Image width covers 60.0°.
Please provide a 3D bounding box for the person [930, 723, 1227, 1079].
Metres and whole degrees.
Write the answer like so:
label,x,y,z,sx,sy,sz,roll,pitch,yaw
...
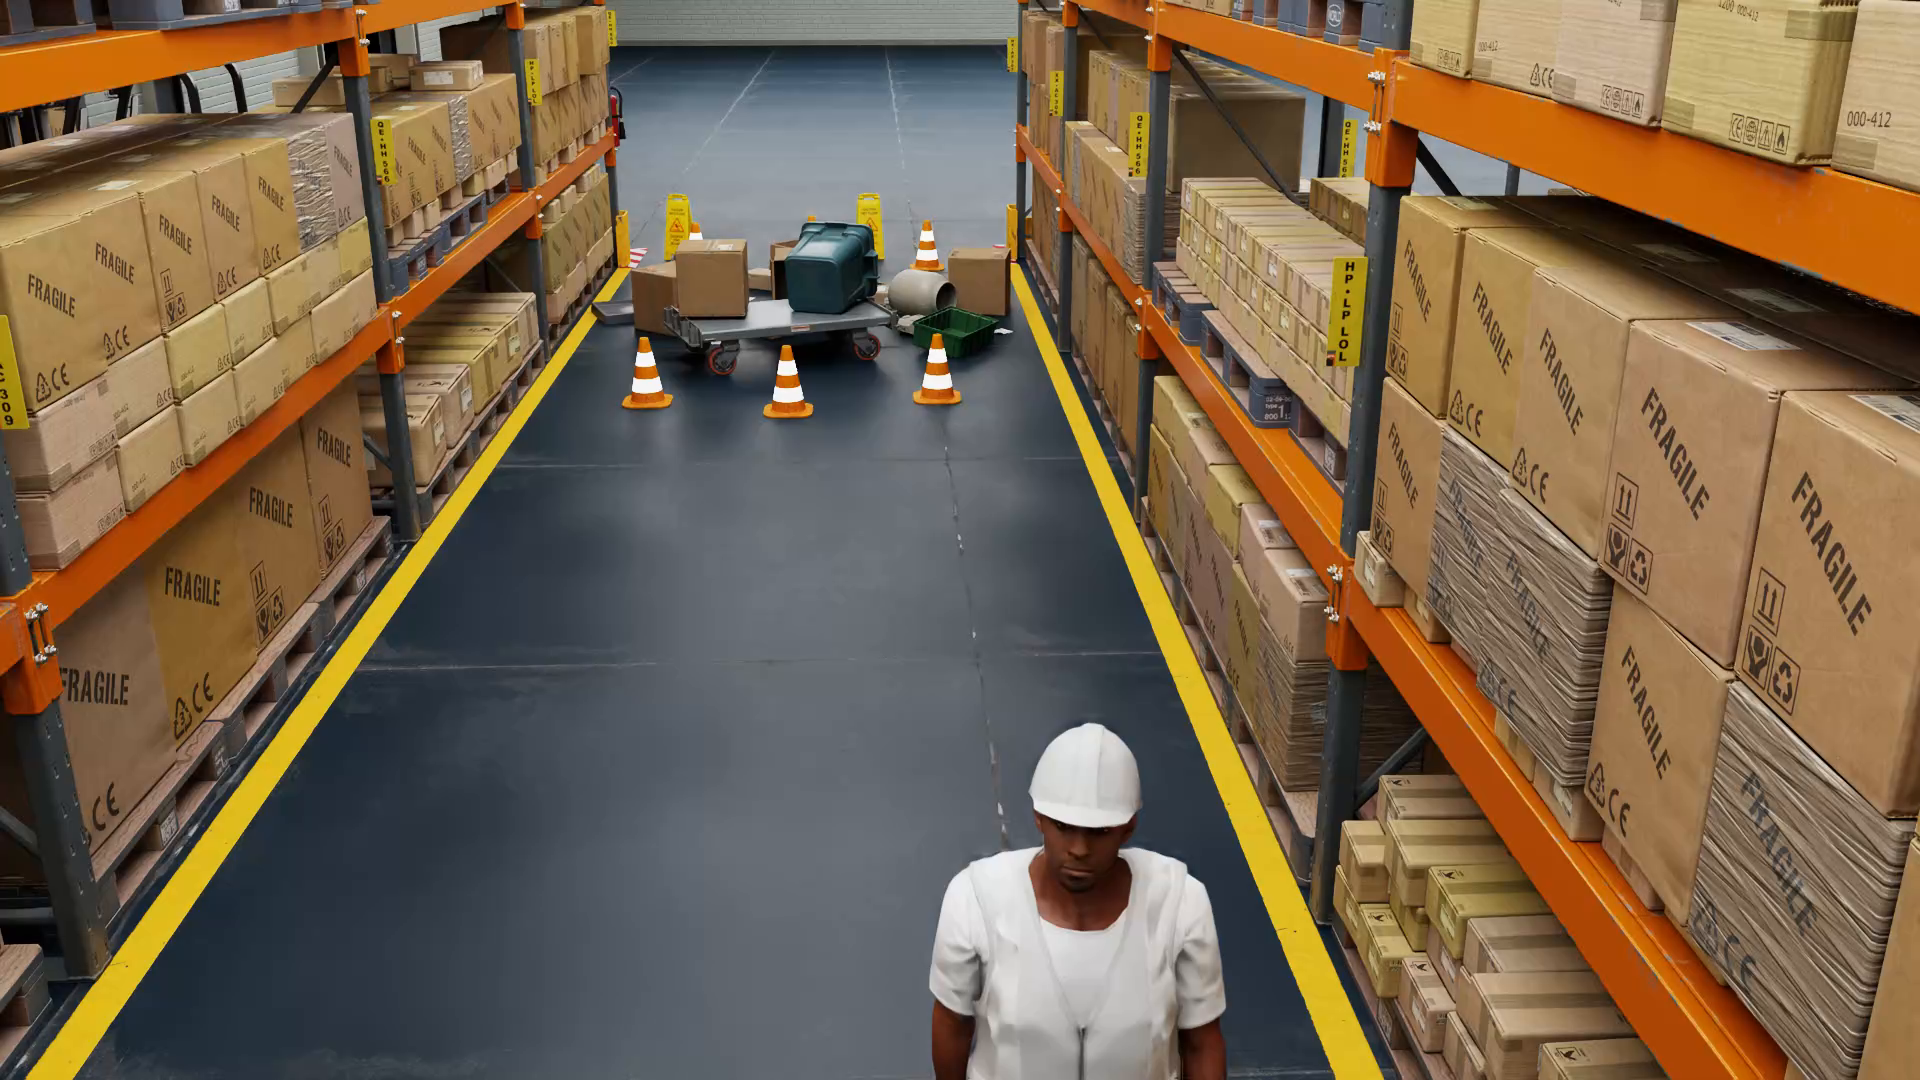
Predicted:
label,x,y,z,sx,sy,sz,roll,pitch,yaw
person,0.231,1.224,3.257,0.567,1.829,0.513,-1,20,-3
